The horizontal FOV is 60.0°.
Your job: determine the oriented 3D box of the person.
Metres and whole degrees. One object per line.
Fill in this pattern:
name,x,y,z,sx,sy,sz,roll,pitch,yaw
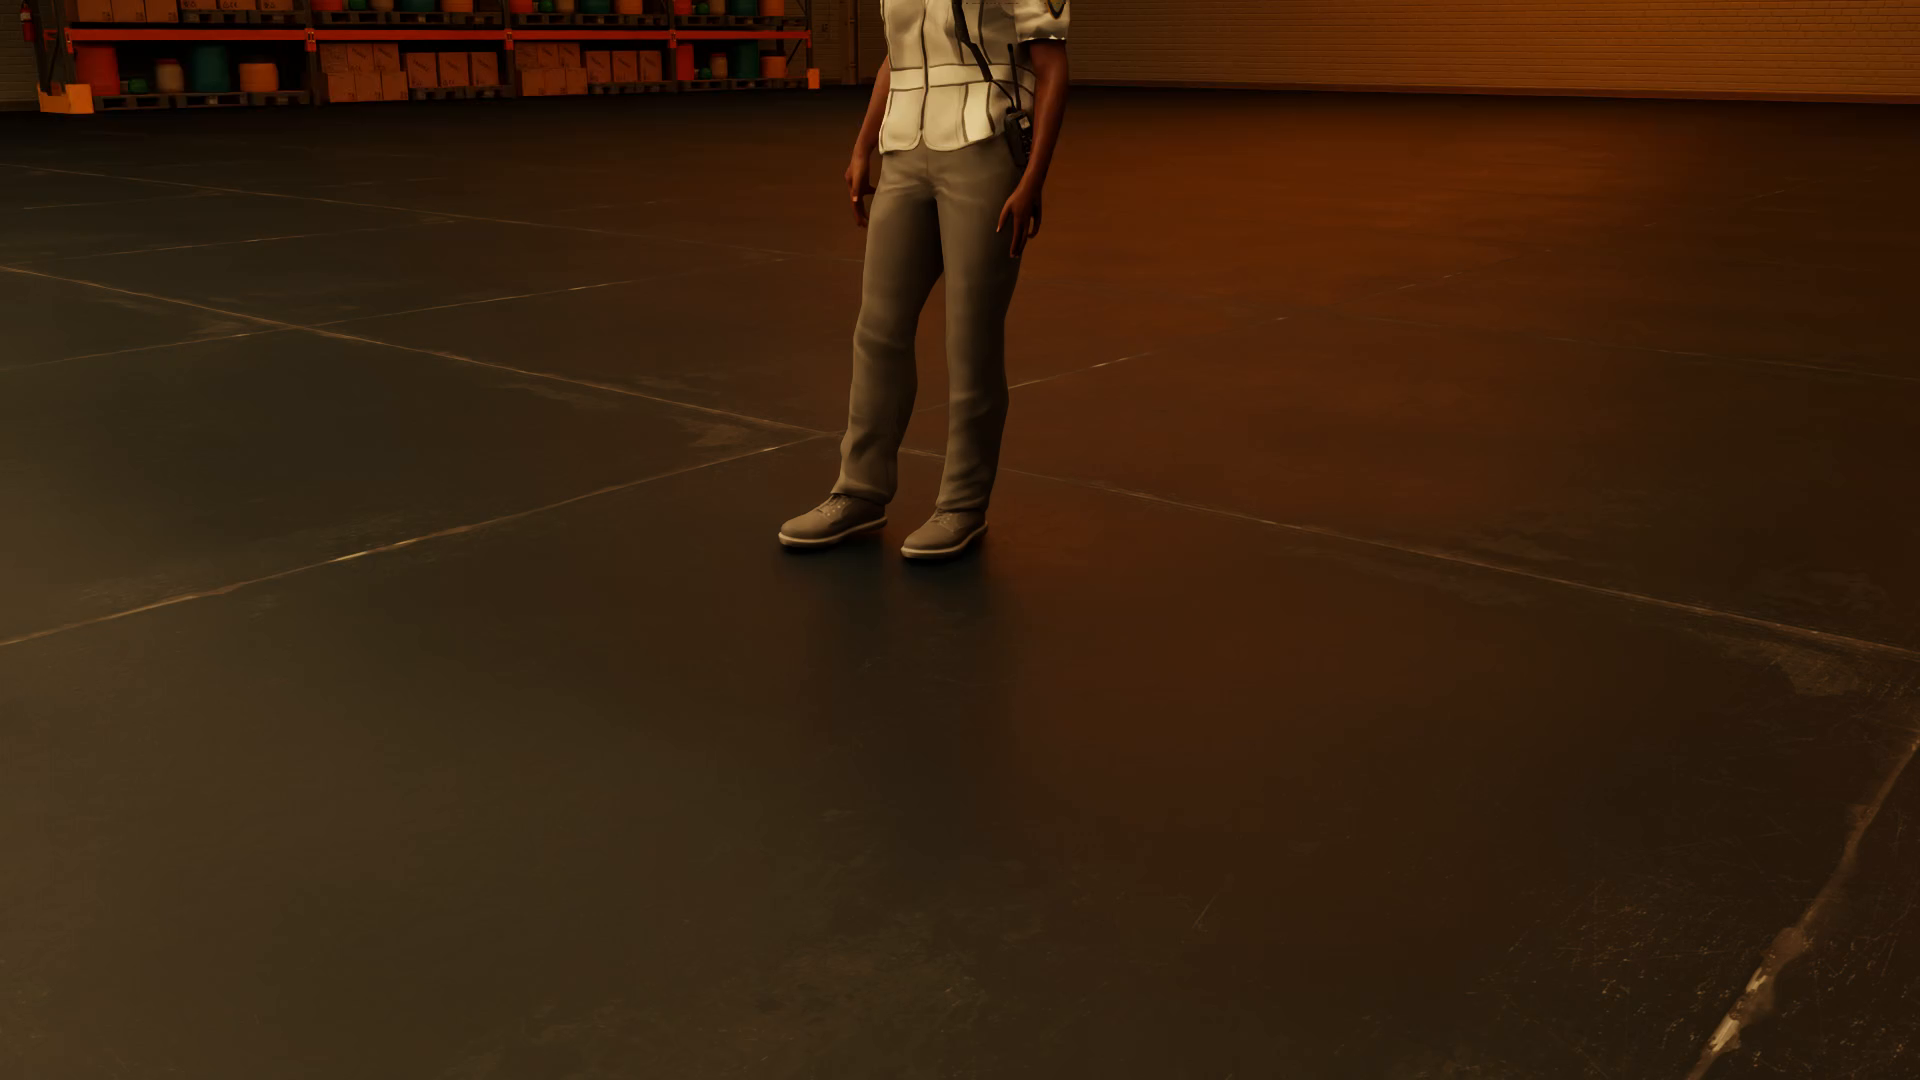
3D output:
person,-0.063,-0.805,3.649,0.570,1.697,0.526,13,21,37
